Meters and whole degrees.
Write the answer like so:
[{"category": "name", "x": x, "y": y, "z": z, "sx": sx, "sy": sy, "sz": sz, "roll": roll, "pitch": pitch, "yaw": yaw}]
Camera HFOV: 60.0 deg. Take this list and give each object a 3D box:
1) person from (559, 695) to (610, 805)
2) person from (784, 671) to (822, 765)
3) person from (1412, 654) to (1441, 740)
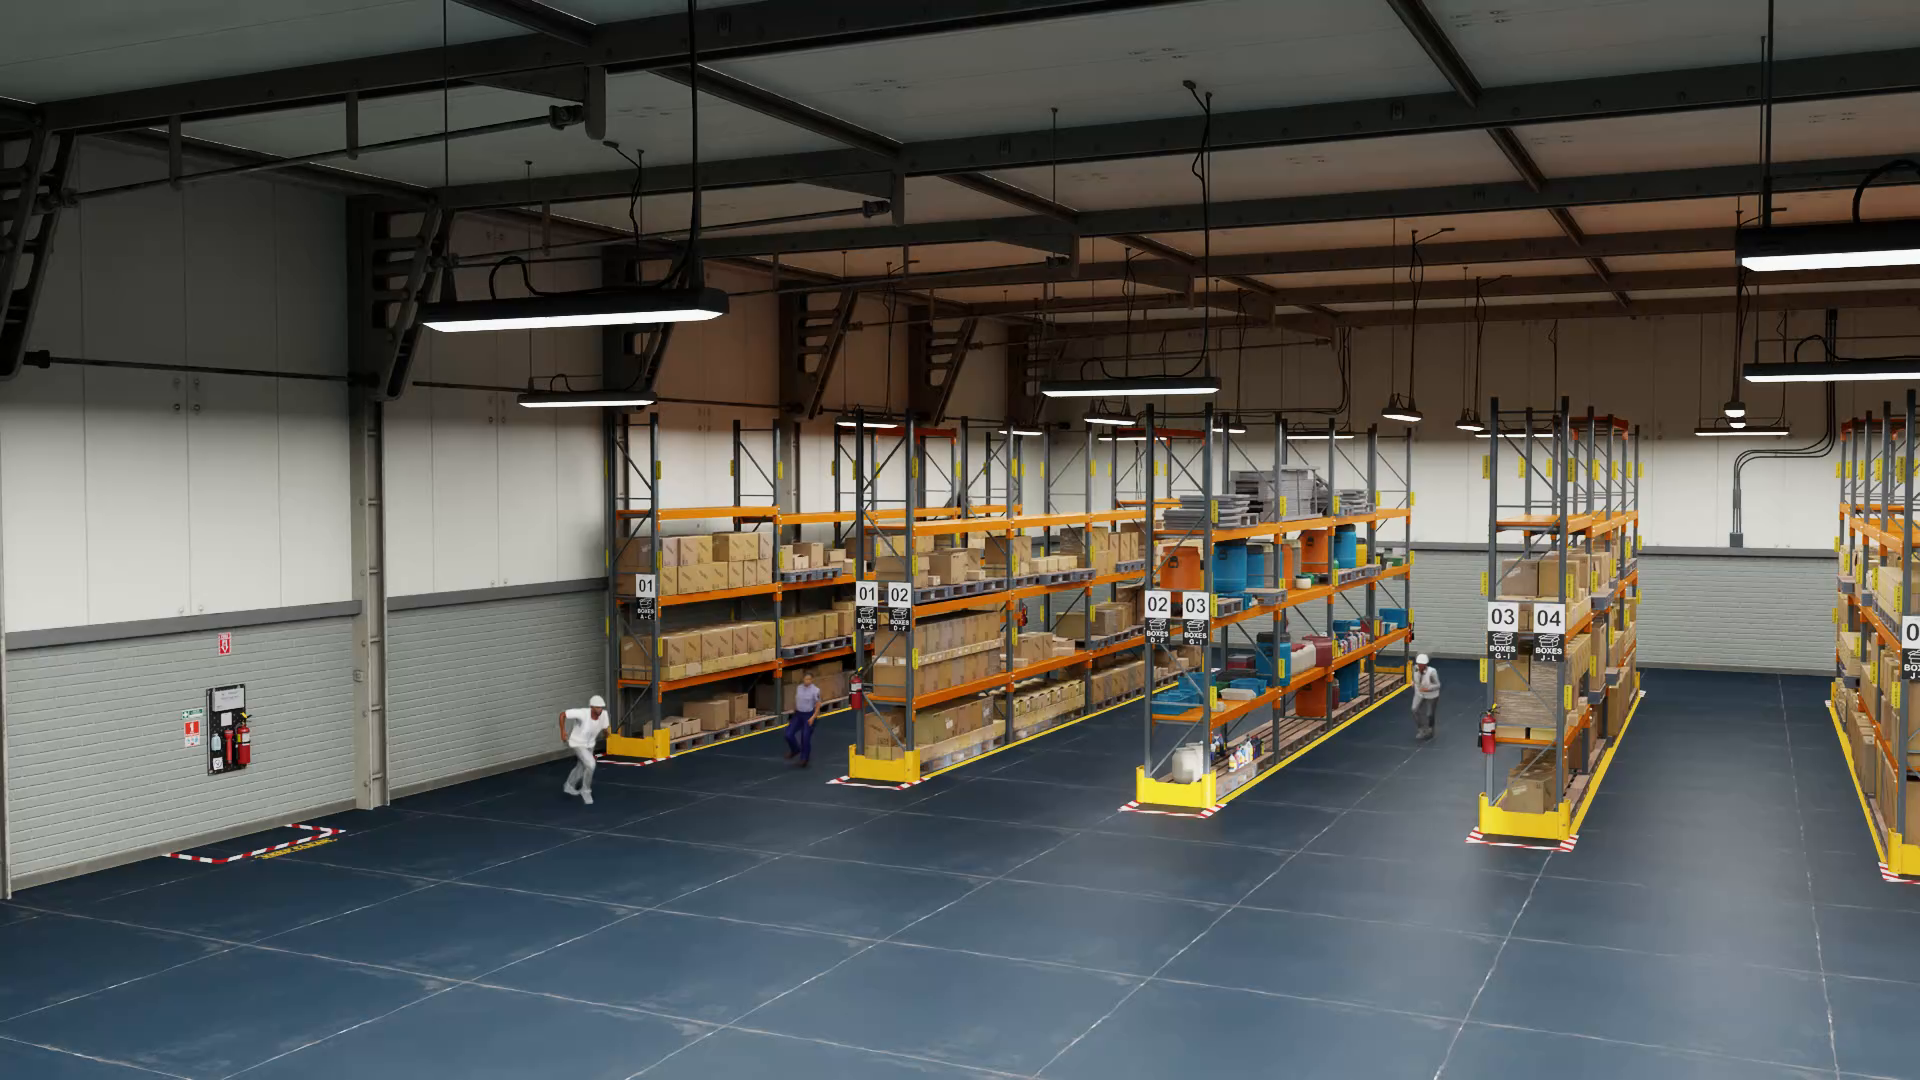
[{"category": "person", "x": -5.679, "y": 3.153, "z": 25.010, "sx": 0.996, "sy": 1.689, "sz": 0.746, "roll": 2, "pitch": 3, "yaw": 40}, {"category": "person", "x": -2.679, "y": 3.004, "z": 28.102, "sx": 0.739, "sy": 1.608, "sz": 0.444, "roll": 1, "pitch": 3, "yaw": 23}, {"category": "person", "x": 8.695, "y": 2.879, "z": 30.937, "sx": 0.655, "sy": 1.596, "sz": 1.097, "roll": 2, "pitch": 3, "yaw": 35}]
